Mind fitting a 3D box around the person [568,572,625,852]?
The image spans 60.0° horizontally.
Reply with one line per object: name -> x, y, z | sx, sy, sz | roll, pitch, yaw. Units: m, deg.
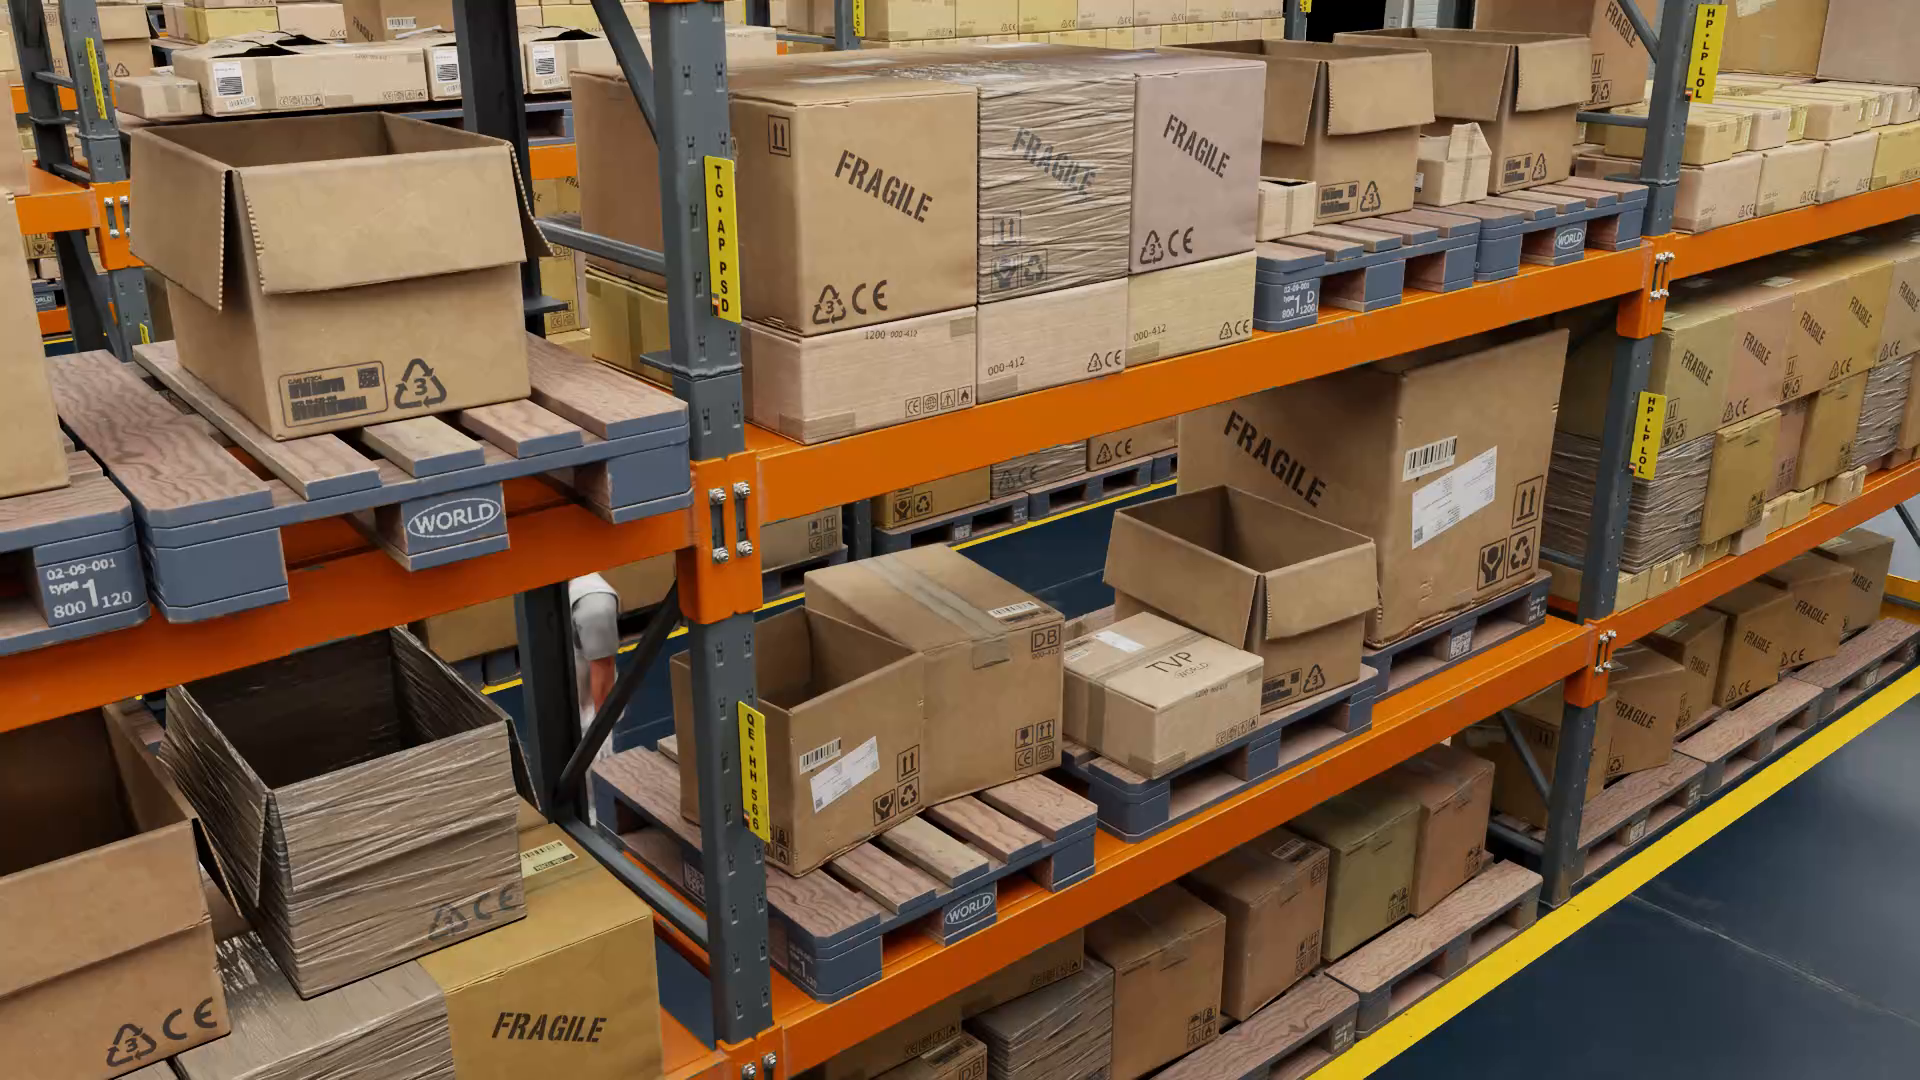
person -> -1.493, 0.693, 6.646 | 0.547, 1.781, 0.588 | -13, 25, -32
